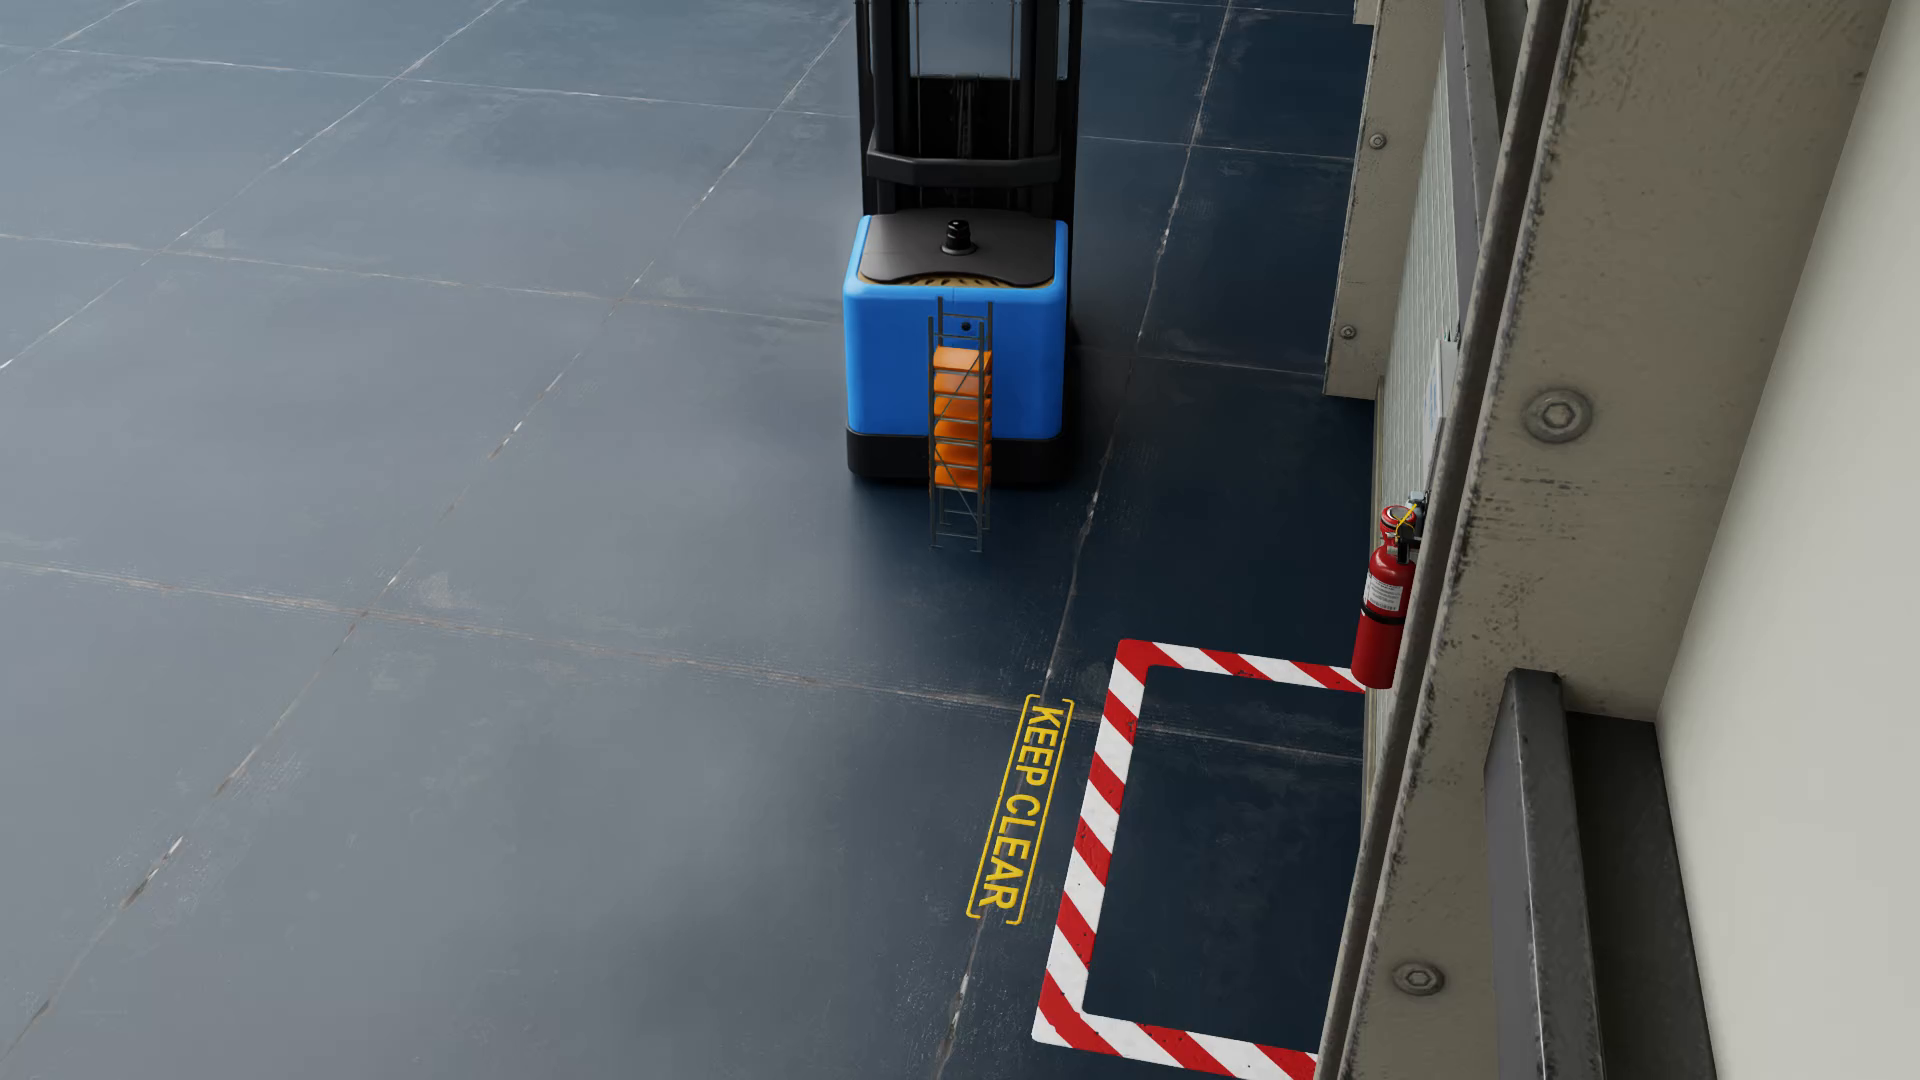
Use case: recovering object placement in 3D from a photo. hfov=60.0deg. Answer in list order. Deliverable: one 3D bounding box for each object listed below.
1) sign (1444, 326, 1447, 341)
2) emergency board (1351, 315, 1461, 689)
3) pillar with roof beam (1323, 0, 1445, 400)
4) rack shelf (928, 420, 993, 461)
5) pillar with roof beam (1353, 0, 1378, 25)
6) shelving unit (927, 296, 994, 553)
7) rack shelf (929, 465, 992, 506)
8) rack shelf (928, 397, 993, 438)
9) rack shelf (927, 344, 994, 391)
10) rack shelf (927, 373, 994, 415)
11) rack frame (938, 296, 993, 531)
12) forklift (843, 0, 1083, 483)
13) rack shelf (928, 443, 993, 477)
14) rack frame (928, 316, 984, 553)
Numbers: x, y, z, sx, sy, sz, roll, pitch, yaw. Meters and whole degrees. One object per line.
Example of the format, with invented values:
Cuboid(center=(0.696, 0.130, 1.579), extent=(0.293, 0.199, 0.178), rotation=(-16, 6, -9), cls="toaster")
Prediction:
Cuboid(center=(1.609, -0.586, 5.520), extent=(0.001, 0.109, 0.331), rotation=(7, 37, 10), cls="sign")
Cuboid(center=(1.400, -0.054, 5.269), extent=(0.194, 1.169, 0.643), rotation=(7, 37, 10), cls="emergency board")
Cuboid(center=(-2.090, -5.051, 7.051), extent=(9.100, 9.000, 0.400), rotation=(7, 37, 10), cls="pillar with roof beam")
Cuboid(center=(0.003, -0.458, 7.435), extent=(0.258, 0.103, 0.180), rotation=(7, 37, 10), cls="rack shelf")
Cuboid(center=(-0.808, -8.491, 11.797), extent=(9.100, 9.000, 0.400), rotation=(7, 37, 10), cls="pillar with roof beam")
Cuboid(center=(0.003, -0.494, 7.409), extent=(0.258, 1.200, 0.189), rotation=(7, 37, 10), cls="shelving unit")
Cuboid(center=(0.003, -0.264, 7.576), extent=(0.258, 0.103, 0.180), rotation=(7, 37, 10), cls="rack shelf")
Cuboid(center=(0.003, -0.555, 7.365), extent=(0.258, 0.103, 0.180), rotation=(7, 37, 10), cls="rack shelf")
Cuboid(center=(0.003, -0.750, 7.224), extent=(0.258, 0.103, 0.180), rotation=(7, 37, 10), cls="rack shelf")
Cuboid(center=(0.003, -0.652, 7.295), extent=(0.258, 0.103, 0.180), rotation=(7, 37, 10), cls="rack shelf")
Cuboid(center=(0.023, -0.547, 7.482), extent=(0.240, 1.200, 0.006), rotation=(7, 37, 10), cls="rack frame")
Cuboid(center=(0.059, -2.306, 8.434), extent=(1.130, 2.935, 3.031), rotation=(2, 36, 3), cls="forklift")
Cuboid(center=(0.003, -0.361, 7.506), extent=(0.258, 0.103, 0.180), rotation=(7, 37, 10), cls="rack shelf")
Cuboid(center=(-0.016, -0.442, 7.337), extent=(0.240, 1.200, 0.006), rotation=(7, 37, 10), cls="rack frame")
